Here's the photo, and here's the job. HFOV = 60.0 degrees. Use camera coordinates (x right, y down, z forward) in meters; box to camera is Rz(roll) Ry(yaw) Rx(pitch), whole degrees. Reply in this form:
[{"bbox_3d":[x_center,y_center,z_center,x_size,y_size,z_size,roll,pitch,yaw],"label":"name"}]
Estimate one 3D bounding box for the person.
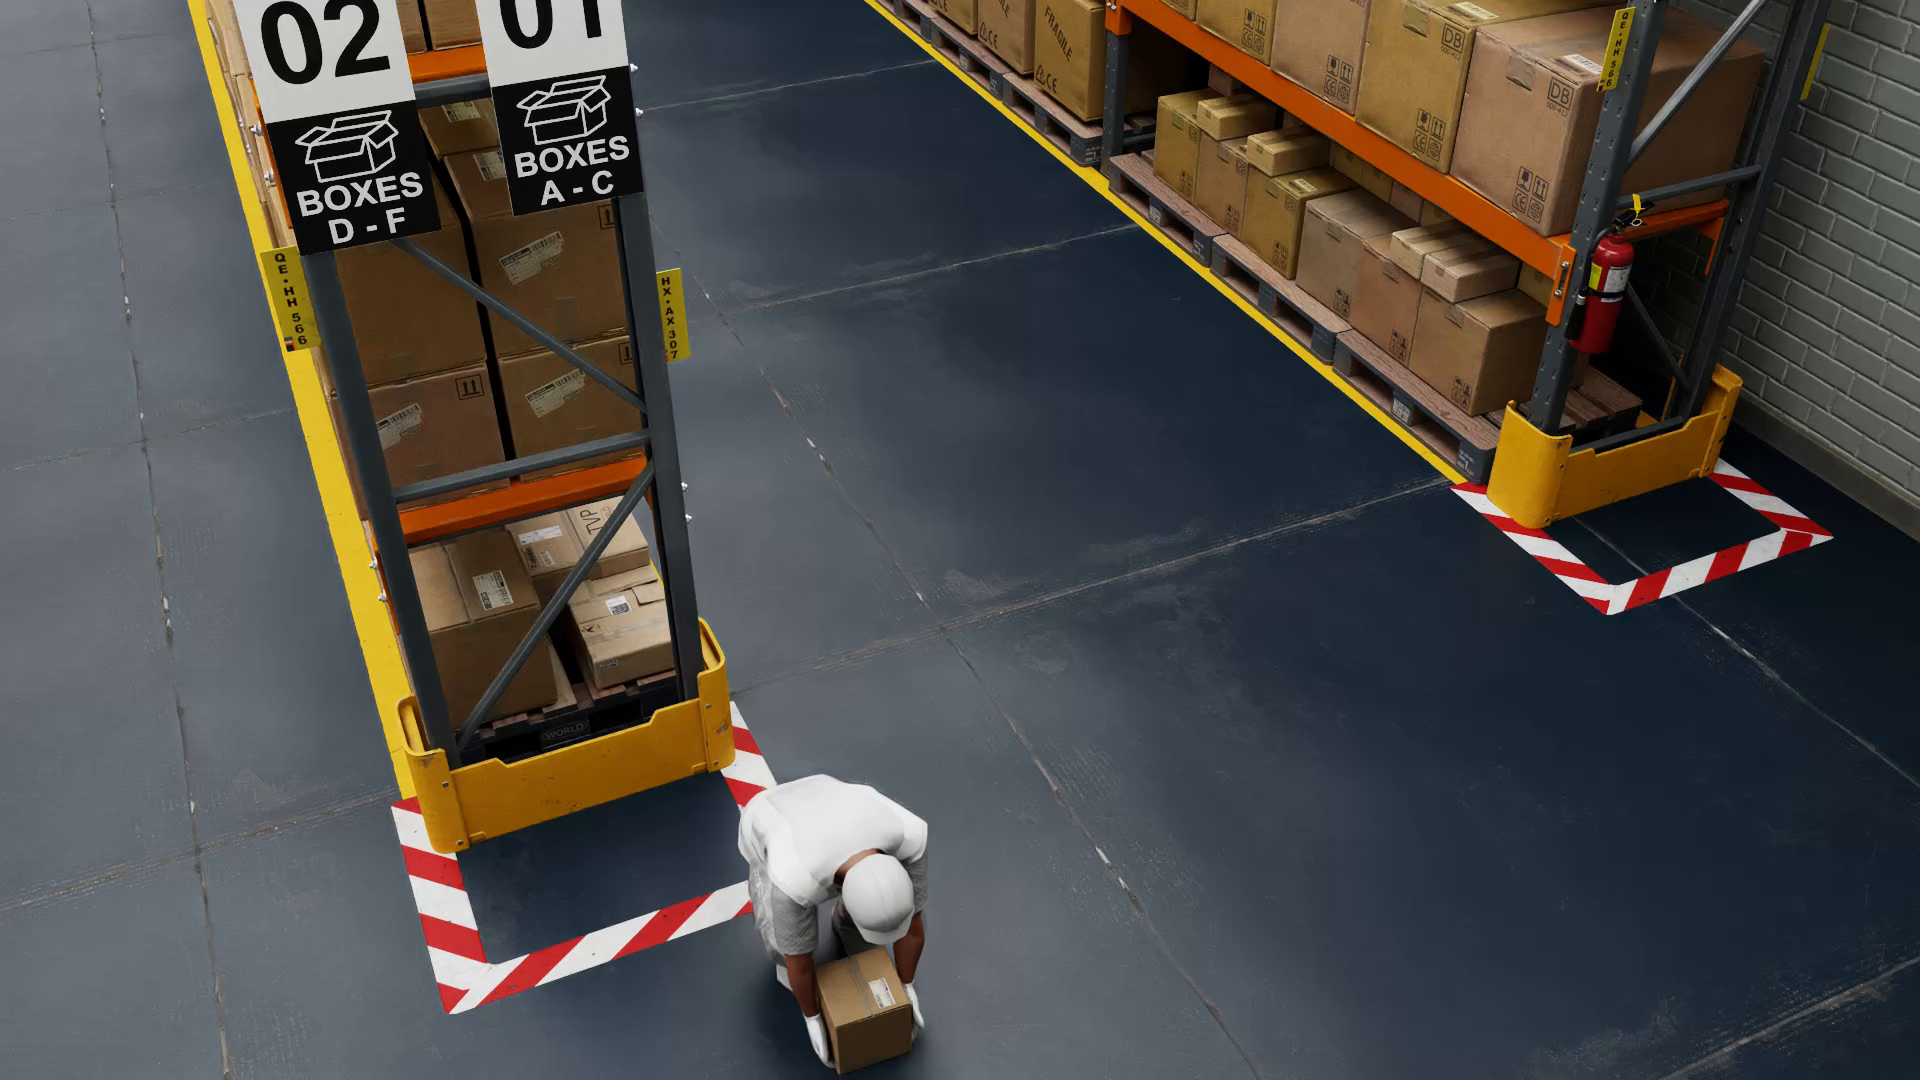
[{"bbox_3d":[-0.396,1.143,5.420,0.573,0.897,0.906,-12,39,-16],"label":"person"}]
